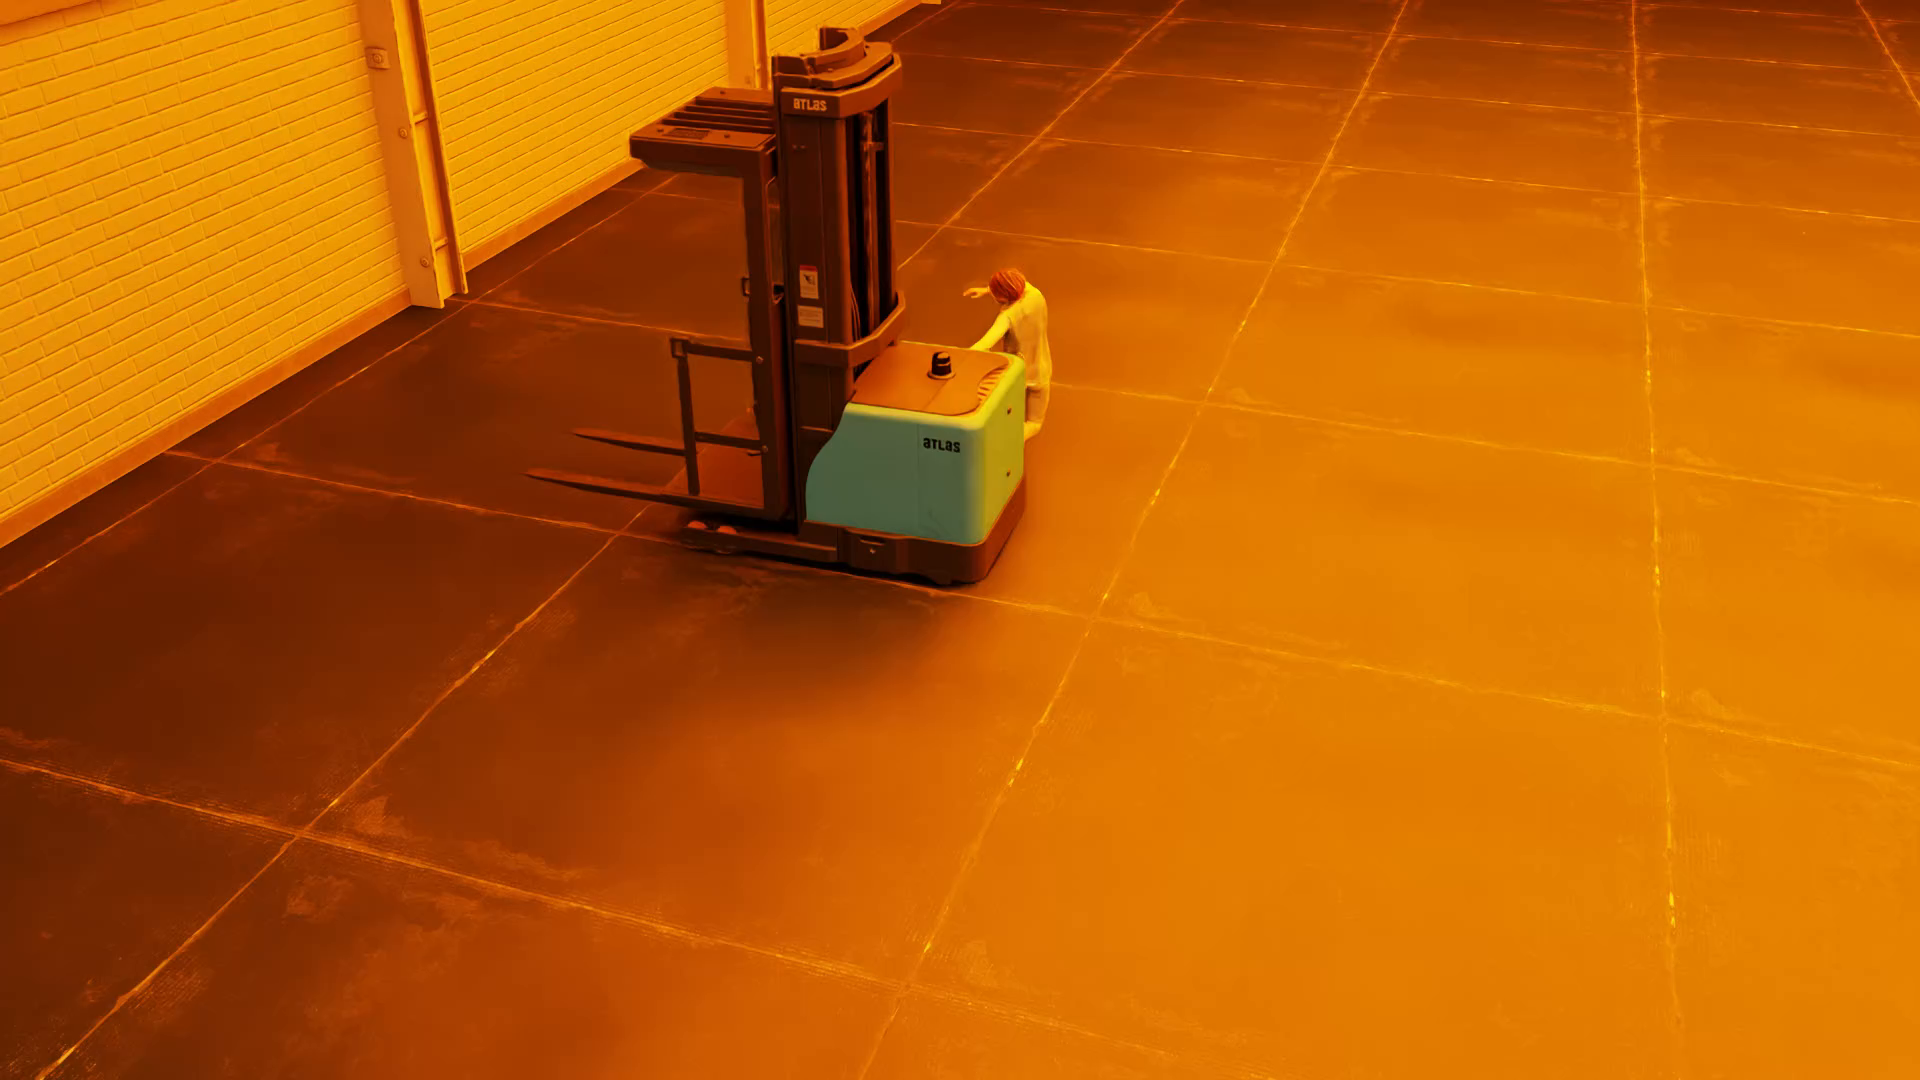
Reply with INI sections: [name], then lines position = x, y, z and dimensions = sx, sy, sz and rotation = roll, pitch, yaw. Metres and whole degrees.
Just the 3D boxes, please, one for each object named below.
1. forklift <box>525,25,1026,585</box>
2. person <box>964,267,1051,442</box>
[forklift]
position = -1.173, -1.428, 9.642
dimensions = 3.031, 2.935, 1.130
rotation = 9, 31, 15
[person]
position = 0.242, -1.082, 10.800
dimensions = 0.702, 1.226, 0.880
rotation = 1, 30, 3
